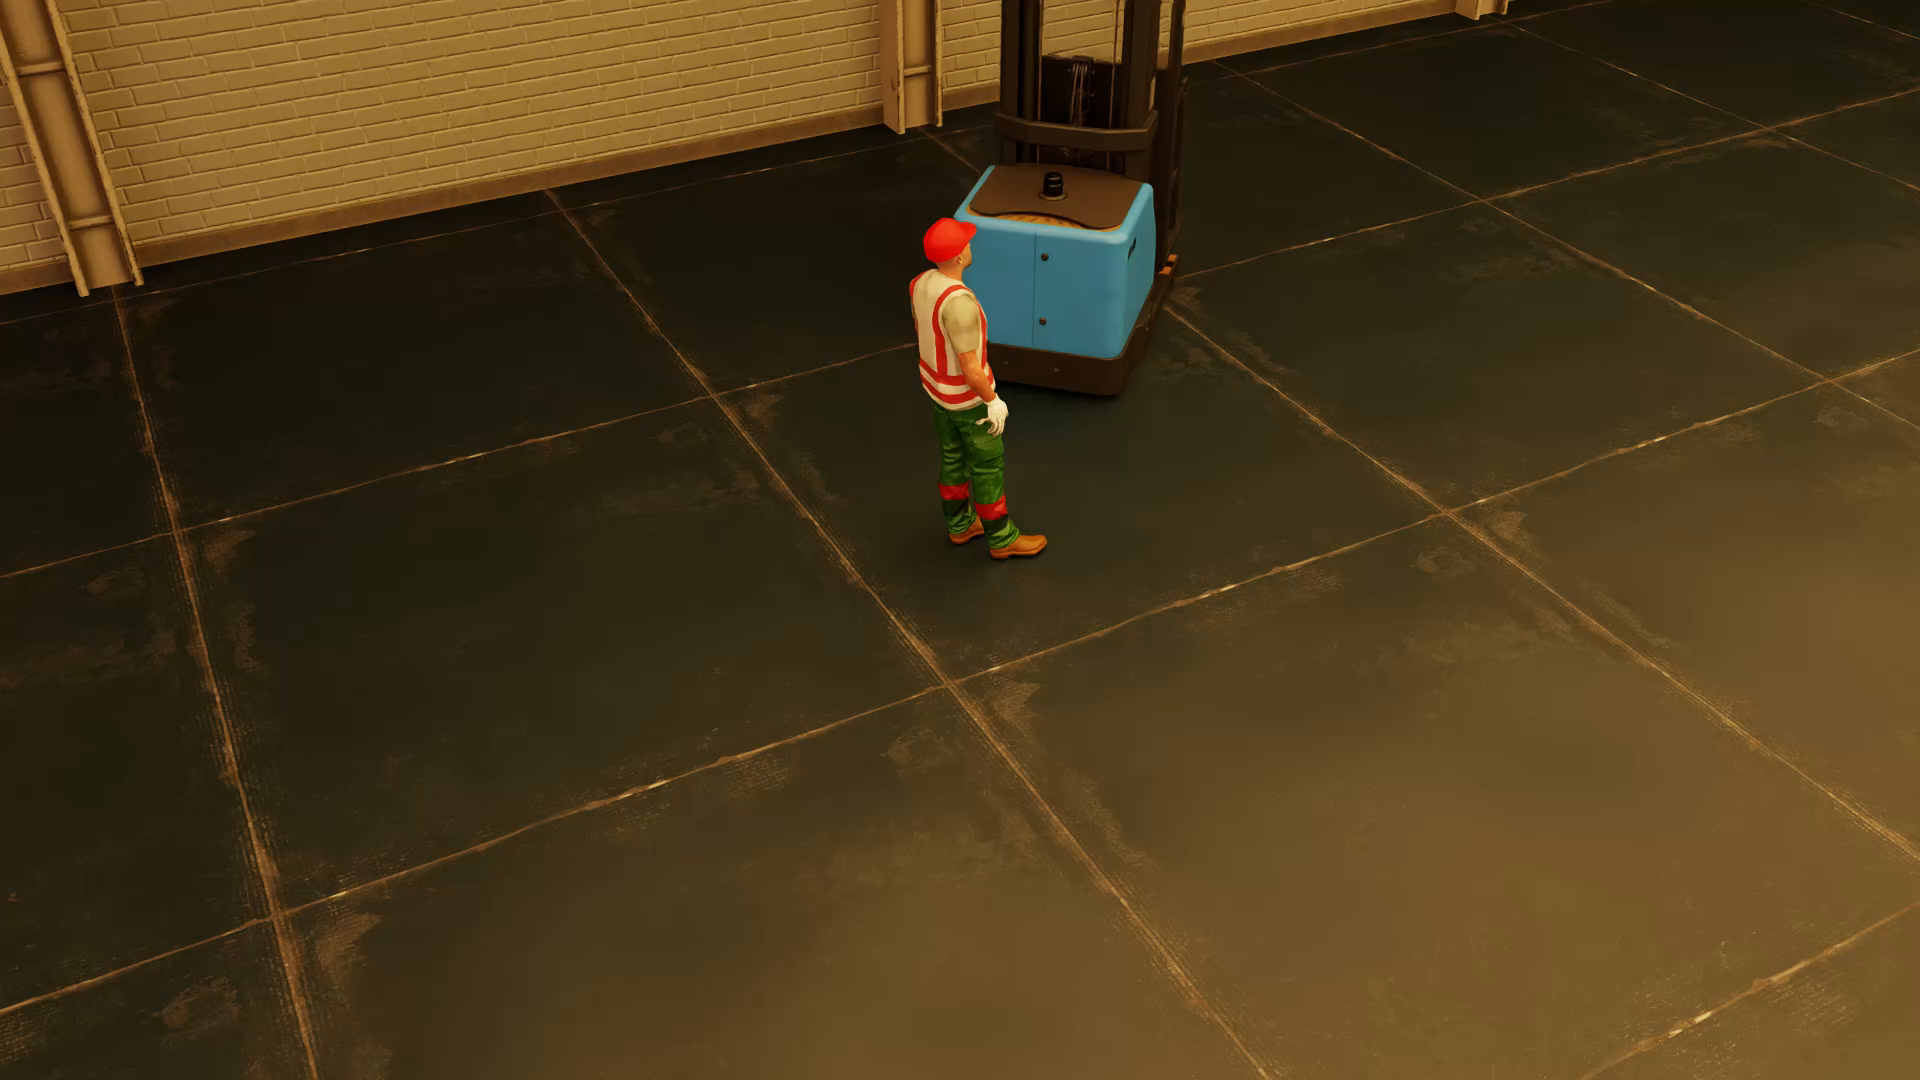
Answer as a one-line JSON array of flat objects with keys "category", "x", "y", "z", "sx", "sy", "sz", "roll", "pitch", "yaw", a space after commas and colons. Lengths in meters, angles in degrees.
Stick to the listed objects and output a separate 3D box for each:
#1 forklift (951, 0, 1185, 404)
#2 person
[{"category": "forklift", "x": 0.821, "y": -2.836, "z": 10.136, "sx": 1.130, "sy": 2.935, "sz": 3.031, "roll": 10, "pitch": 36, "yaw": 13}, {"category": "person", "x": 0.077, "y": -0.753, "z": 8.164, "sx": 0.562, "sy": 1.790, "sz": 0.637, "roll": -17, "pitch": 39, "yaw": -23}]
